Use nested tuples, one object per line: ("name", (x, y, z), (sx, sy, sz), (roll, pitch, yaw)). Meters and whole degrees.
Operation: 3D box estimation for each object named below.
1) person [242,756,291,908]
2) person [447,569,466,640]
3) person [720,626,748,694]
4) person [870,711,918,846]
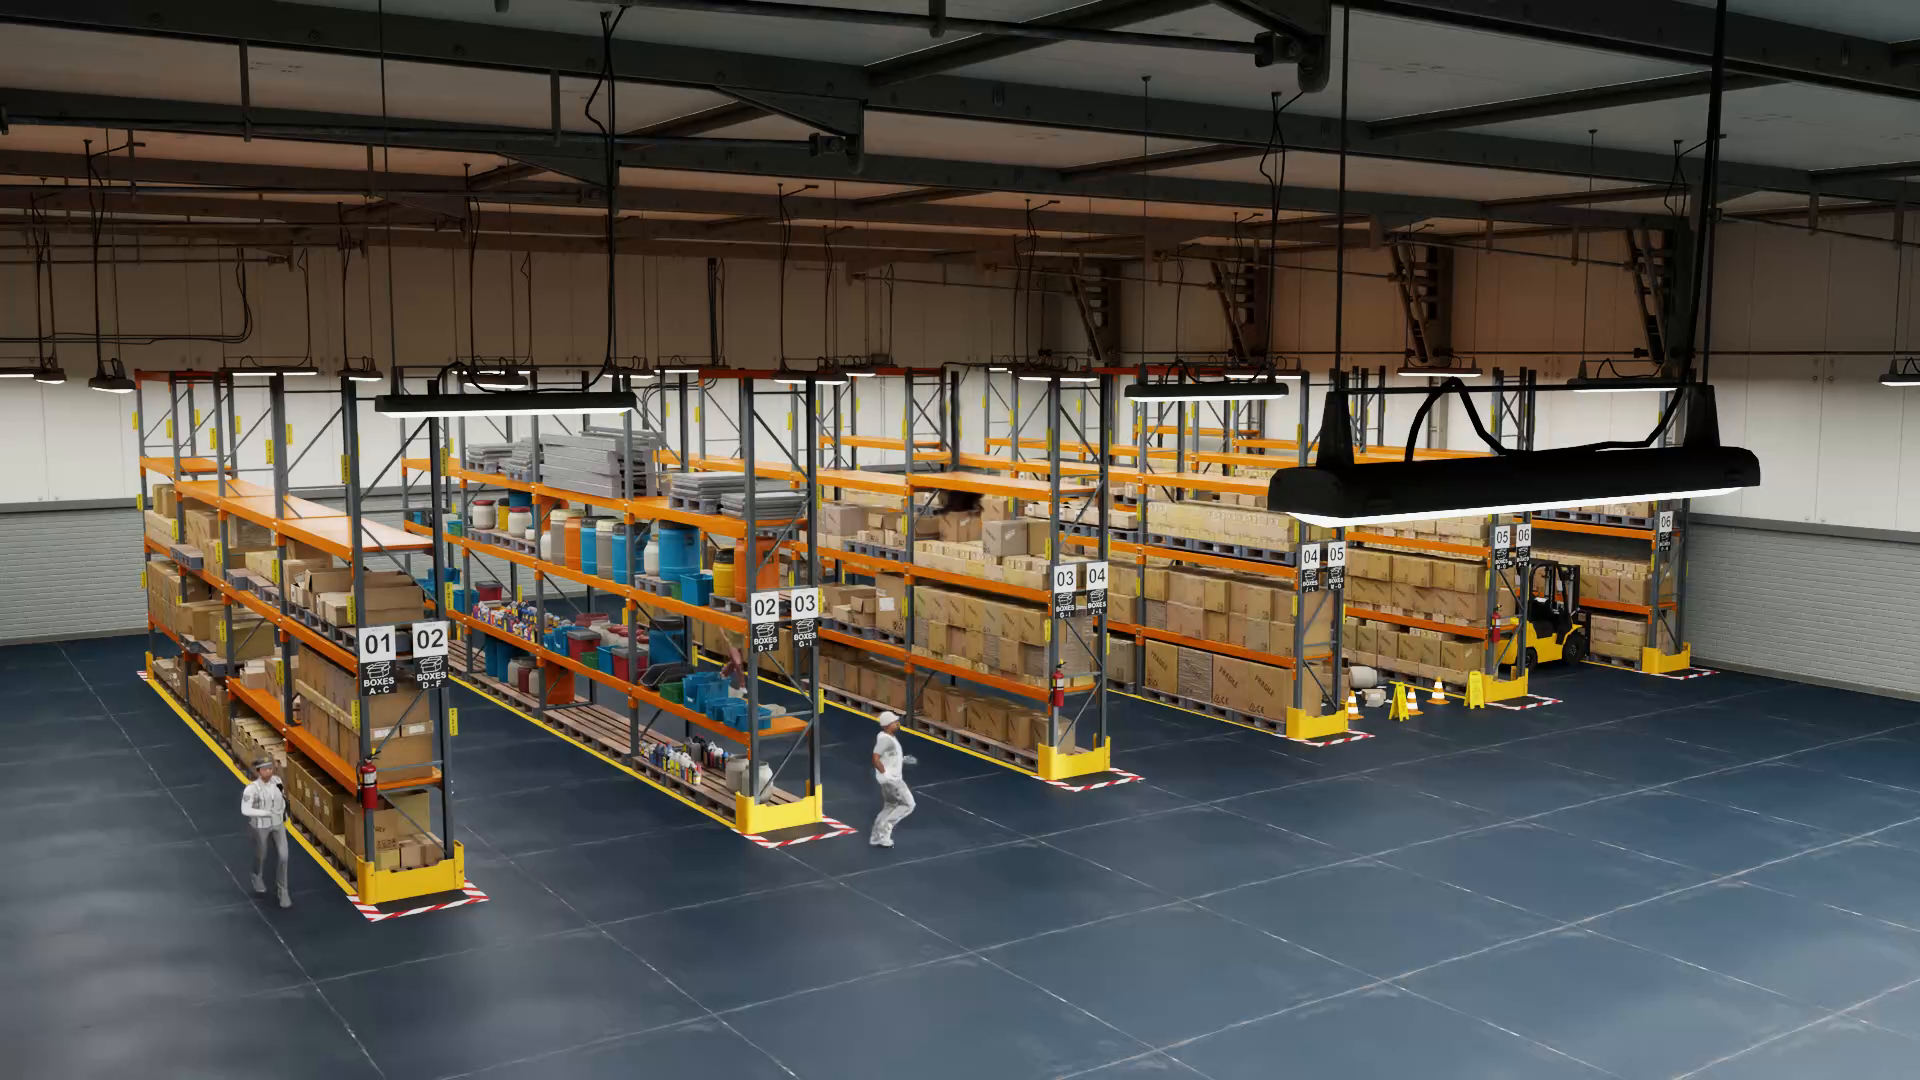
("person", (-7.985, 3.332, 19.159), (0.587, 1.744, 0.749), (-6, 9, -42))
("person", (-11.025, 1.424, 36.513), (0.562, 1.601, 0.603), (-1, 7, -11))
("person", (-4.251, 2.042, 31.214), (0.615, 1.624, 1.003), (-4, 8, -33))
("person", (-0.844, 3.055, 21.278), (0.630, 1.746, 0.673), (-1, 7, -9))
